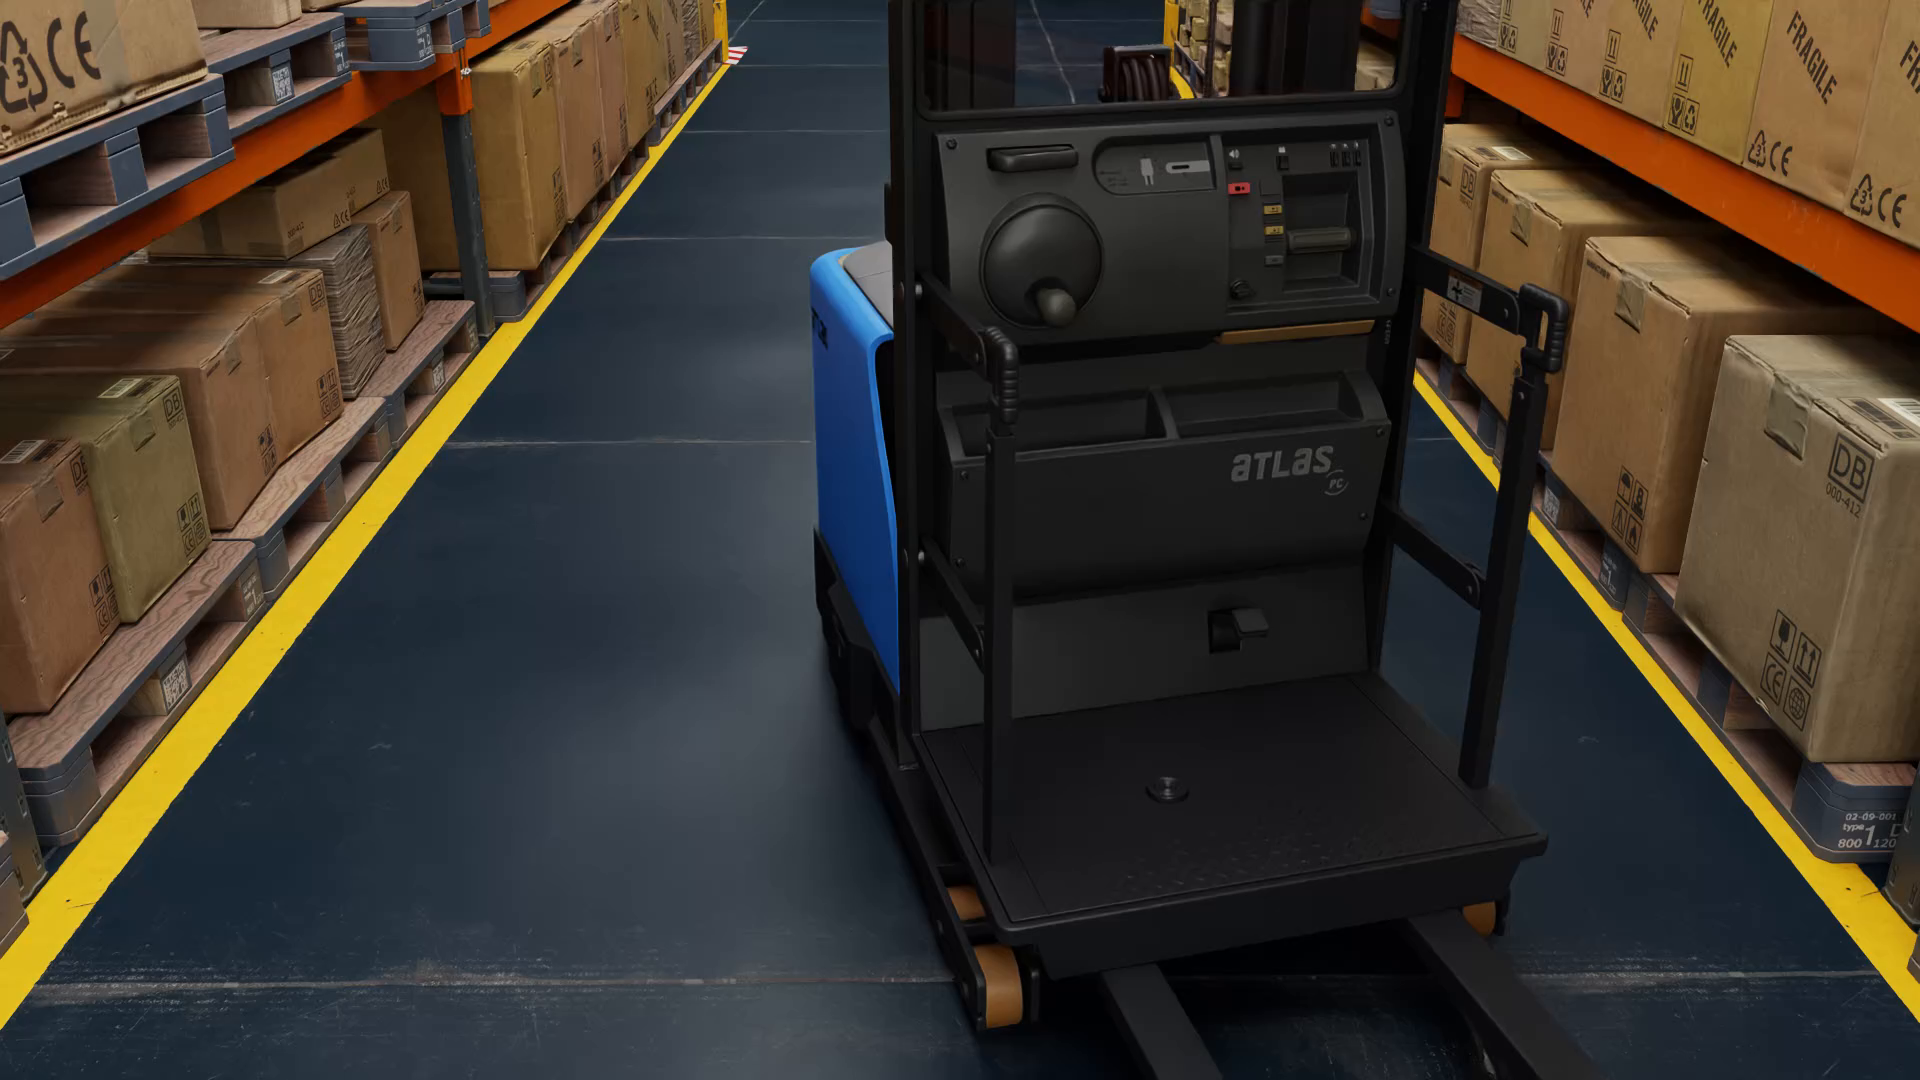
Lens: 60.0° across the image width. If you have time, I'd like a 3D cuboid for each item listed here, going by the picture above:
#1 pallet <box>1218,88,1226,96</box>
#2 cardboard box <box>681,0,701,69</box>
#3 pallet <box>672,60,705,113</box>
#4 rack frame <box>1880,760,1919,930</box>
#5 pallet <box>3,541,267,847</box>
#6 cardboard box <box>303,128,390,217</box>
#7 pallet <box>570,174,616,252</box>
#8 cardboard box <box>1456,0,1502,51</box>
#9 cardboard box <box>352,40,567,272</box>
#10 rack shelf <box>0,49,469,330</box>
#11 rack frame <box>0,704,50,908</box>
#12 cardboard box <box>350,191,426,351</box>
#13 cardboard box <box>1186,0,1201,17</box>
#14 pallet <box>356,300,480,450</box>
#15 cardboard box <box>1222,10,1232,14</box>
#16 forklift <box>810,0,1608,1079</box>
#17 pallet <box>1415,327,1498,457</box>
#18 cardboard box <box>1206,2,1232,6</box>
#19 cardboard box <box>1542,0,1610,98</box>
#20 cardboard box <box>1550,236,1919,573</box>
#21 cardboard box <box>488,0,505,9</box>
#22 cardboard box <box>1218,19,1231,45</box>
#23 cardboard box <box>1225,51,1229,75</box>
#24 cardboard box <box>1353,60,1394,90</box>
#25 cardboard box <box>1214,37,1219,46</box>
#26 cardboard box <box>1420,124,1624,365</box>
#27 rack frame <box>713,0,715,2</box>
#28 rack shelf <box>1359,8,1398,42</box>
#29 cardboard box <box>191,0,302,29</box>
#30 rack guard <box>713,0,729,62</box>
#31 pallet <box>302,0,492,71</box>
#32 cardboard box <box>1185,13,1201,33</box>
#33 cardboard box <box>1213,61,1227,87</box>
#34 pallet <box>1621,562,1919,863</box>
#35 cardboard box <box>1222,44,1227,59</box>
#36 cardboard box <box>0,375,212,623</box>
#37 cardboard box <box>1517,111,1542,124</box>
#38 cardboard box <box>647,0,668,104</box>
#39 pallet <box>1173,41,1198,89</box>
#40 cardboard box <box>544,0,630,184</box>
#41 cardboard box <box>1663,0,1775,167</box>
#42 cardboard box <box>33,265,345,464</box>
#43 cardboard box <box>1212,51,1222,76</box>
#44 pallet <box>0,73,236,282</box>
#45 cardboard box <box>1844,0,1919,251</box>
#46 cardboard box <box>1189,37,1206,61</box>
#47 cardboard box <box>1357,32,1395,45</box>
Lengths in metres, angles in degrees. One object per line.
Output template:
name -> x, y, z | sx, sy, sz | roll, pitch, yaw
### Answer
pallet -> 2.347, -2.886, 11.376 | 1.003, 0.211, 1.213 | 0, 24, -1
cardboard box -> -2.517, -4.133, 12.816 | 0.875, 0.875, 0.875 | 0, 24, -1
pallet -> -2.517, -3.447, 12.615 | 1.003, 0.211, 1.213 | 0, 24, -1
rack frame -> 2.477, -0.584, 2.901 | 1.000, 3.000, 0.127 | 0, 24, -1
pallet -> -2.493, 0.347, 4.227 | 1.003, 0.211, 1.213 | 0, 24, -1
cardboard box -> -2.490, -1.379, 6.248 | 0.500, 0.250, 0.500 | 1, 24, 2
pallet -> -2.471, -1.807, 8.990 | 1.003, 0.211, 1.213 | 0, 24, -1
cardboard box -> 2.169, -2.091, 6.113 | 0.500, 0.500, 0.500 | 0, 24, 0
cardboard box -> -2.514, -1.759, 7.568 | 1.225, 0.875, 0.875 | -1, 24, -3
rack shelf -> -2.505, -1.099, 4.914 | 1.077, 0.370, 4.000 | 0, 24, -1
rack frame -> -2.483, -0.603, 2.943 | 1.000, 3.000, 0.127 | 0, 24, -1
cardboard box -> -2.500, -1.037, 6.402 | 0.700, 0.500, 0.500 | -2, 24, -3
cardboard box -> 2.010, -4.257, 13.251 | 0.380, 0.149, 0.250 | 0, 24, -1
pallet -> -2.520, -0.659, 6.450 | 1.003, 0.211, 1.213 | 0, 24, -1
cardboard box -> 2.145, -3.829, 12.304 | 0.380, 0.149, 0.250 | 0, 24, 0
forklift -> 0.473, -0.578, 2.972 | 1.130, 2.935, 3.031 | -6, 25, -14
pallet -> 2.367, -0.636, 6.401 | 1.003, 0.211, 1.213 | 0, 24, -1
cardboard box -> 2.090, -4.041, 12.773 | 0.380, 0.149, 0.250 | 1, 24, 2
cardboard box -> 2.182, -1.674, 5.190 | 0.500, 0.500, 0.500 | 0, 24, -1
cardboard box -> 2.374, -0.403, 4.721 | 1.050, 0.750, 0.750 | 0, 24, -1
cardboard box -> -2.260, -2.498, 7.013 | 0.500, 0.500, 0.500 | 0, 24, 1
cardboard box -> 2.054, -3.615, 11.831 | 0.380, 0.149, 0.250 | -1, 24, -3
cardboard box -> 2.033, -3.258, 11.403 | 0.380, 0.149, 0.250 | -1, 24, -2
cardboard box -> 2.148, -2.115, 7.900 | 0.500, 0.250, 0.500 | 0, 24, 0
cardboard box -> 2.125, -3.911, 12.846 | 0.380, 0.149, 0.250 | -1, 24, -3
cardboard box -> 2.350, -1.147, 6.366 | 1.050, 0.750, 0.750 | -1, 24, -1
rack frame -> -2.614, -5.548, 13.877 | 1.000, 3.000, 0.127 | 0, 24, -1
rack shelf -> 2.412, -2.728, 8.515 | 1.077, 0.370, 4.000 | 0, 24, -1
cardboard box -> -2.239, -1.696, 5.012 | 0.396, 0.266, 0.258 | -1, 24, -2
rack guard -> -2.615, -4.419, 14.414 | 1.175, 0.500, 0.348 | 0, 24, -1
pallet -> -2.413, -1.871, 5.979 | 1.213, 0.211, 1.003 | 0, 24, -1
cardboard box -> 2.042, -4.226, 13.543 | 0.380, 0.149, 0.250 | 0, 24, -1
cardboard box -> 2.034, -3.359, 11.987 | 0.380, 0.149, 0.250 | 0, 24, -1
pallet -> 2.394, 0.369, 4.178 | 1.003, 0.211, 1.213 | 0, 24, -1
cardboard box -> 2.123, -3.578, 12.109 | 0.380, 0.149, 0.250 | -1, 24, -3
cardboard box -> -2.455, -0.114, 4.362 | 0.700, 0.500, 0.500 | 0, 24, -1
cardboard box -> 2.668, -1.911, 7.450 | 0.500, 0.250, 0.500 | -1, 24, -3
cardboard box -> -2.498, -3.395, 11.186 | 0.875, 0.875, 0.875 | 0, 24, -1
pallet -> 2.321, -3.892, 13.599 | 1.003, 0.211, 1.213 | 0, 24, -1
cardboard box -> -2.533, -2.491, 9.186 | 1.225, 0.875, 0.875 | -1, 24, -2
cardboard box -> 2.193, -1.260, 4.274 | 0.500, 0.500, 0.500 | 0, 24, 0
cardboard box -> -2.468, -0.575, 5.380 | 0.700, 0.500, 0.500 | 2, 24, 4
cardboard box -> 2.062, -3.566, 12.445 | 0.380, 0.149, 0.250 | 0, 24, -1
pallet -> -2.346, -0.831, 3.681 | 1.003, 0.211, 1.213 | 0, 24, -1
cardboard box -> 2.204, -0.843, 3.353 | 0.500, 0.500, 0.500 | 0, 24, -1
cardboard box -> 2.020, -3.888, 13.156 | 0.380, 0.149, 0.250 | 0, 24, 0
cardboard box -> 2.143, -2.539, 8.838 | 0.500, 0.250, 0.500 | 1, 24, 1
